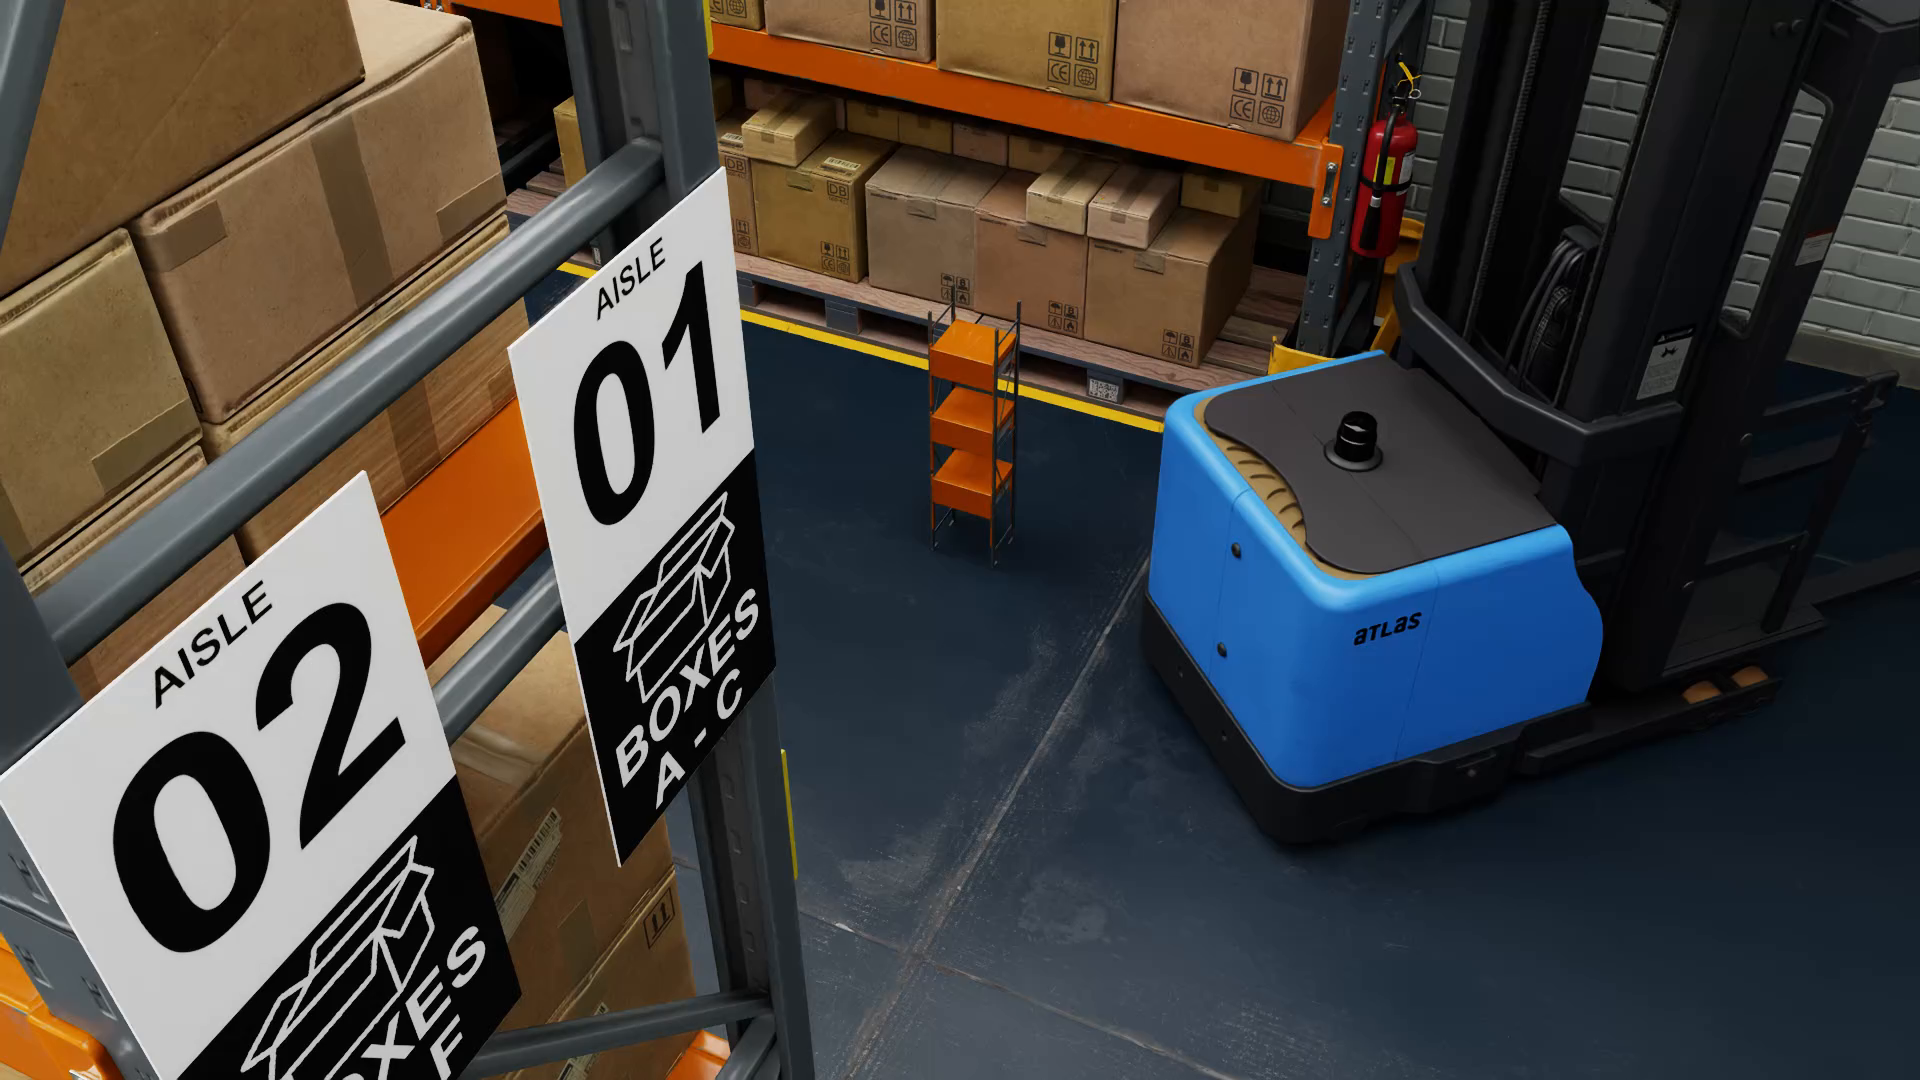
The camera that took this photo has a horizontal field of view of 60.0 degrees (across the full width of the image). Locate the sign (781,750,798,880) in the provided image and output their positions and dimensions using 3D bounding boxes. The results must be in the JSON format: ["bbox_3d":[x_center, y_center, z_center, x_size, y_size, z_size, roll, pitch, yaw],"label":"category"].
[{"bbox_3d":[-0.303,0.487,2.737,0.005,0.325,0.100,17,44,19],"label":"sign"}]

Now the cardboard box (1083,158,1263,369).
[{"bbox_3d":[0.882,-1.154,6.879,0.500,0.500,0.700,17,44,19],"label":"cardboard box"}]

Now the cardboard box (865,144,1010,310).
[{"bbox_3d":[-0.028,-1.431,7.199,0.500,0.500,0.700,16,43,17],"label":"cardboard box"}]

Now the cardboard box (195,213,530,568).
[{"bbox_3d":[-0.891,-0.234,2.054,0.500,0.250,0.500,17,44,19],"label":"cardboard box"}]

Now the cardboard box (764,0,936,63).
[{"bbox_3d":[-0.259,-2.465,6.575,0.700,0.700,0.980,15,43,17],"label":"cardboard box"}]

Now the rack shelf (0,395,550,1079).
[{"bbox_3d":[-2.345,-0.279,2.541,4.000,0.370,1.077,17,44,19],"label":"rack shelf"}]

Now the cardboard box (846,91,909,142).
[{"bbox_3d":[-0.299,-1.903,7.248,0.250,0.149,0.380,16,43,18],"label":"cardboard box"}]

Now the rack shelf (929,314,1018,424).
[{"bbox_3d":[0.048,-0.588,5.710,0.240,0.259,0.215,17,44,19],"label":"rack shelf"}]

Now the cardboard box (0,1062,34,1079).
[{"bbox_3d":[-1.052,0.761,2.243,0.500,0.500,0.500,17,44,18],"label":"cardboard box"}]

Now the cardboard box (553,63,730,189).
[{"bbox_3d":[-1.432,-1.859,7.692,0.500,0.500,0.700,18,44,19],"label":"cardboard box"}]

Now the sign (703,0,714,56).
[{"bbox_3d":[-0.303,-0.650,1.752,0.005,0.325,0.100,17,44,19],"label":"sign"}]

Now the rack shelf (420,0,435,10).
[{"bbox_3d":[-3.879,-3.195,8.195,4.000,0.370,1.077,17,44,19],"label":"rack shelf"}]

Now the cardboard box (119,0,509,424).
[{"bbox_3d":[-0.888,-0.426,1.894,0.500,0.250,0.500,17,44,19],"label":"cardboard box"}]

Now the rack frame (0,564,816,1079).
[{"bbox_3d":[-0.532,1.136,2.649,0.127,3.000,1.000,17,44,19],"label":"rack frame"}]

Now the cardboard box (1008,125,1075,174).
[{"bbox_3d":[0.394,-1.692,7.005,0.250,0.149,0.380,17,44,19],"label":"cardboard box"}]

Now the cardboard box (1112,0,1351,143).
[{"bbox_3d":[1.092,-2.054,6.100,0.700,0.700,0.980,19,44,21],"label":"cardboard box"}]

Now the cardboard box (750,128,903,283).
[{"bbox_3d":[-0.514,-1.574,7.364,0.500,0.500,0.700,18,44,20],"label":"cardboard box"}]

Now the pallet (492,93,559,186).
[{"bbox_3d":[-2.797,-2.028,8.429,1.213,0.211,1.003,17,44,19],"label":"pallet"}]

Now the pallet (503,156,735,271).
[{"bbox_3d":[-1.410,-1.602,7.937,1.213,0.211,1.003,17,44,19],"label":"pallet"}]

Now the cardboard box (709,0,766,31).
[{"bbox_3d":[-0.922,-2.661,6.801,0.700,0.700,0.980,16,43,18],"label":"cardboard box"}]

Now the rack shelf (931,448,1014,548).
[{"bbox_3d":[0.048,-0.164,6.078,0.240,0.259,0.215,17,44,19],"label":"rack shelf"}]

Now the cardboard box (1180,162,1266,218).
[{"bbox_3d":[1.080,-1.483,6.763,0.250,0.149,0.380,17,44,19],"label":"cardboard box"}]

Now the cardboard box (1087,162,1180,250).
[{"bbox_3d":[0.688,-1.326,6.583,0.250,0.149,0.380,16,44,18],"label":"cardboard box"}]

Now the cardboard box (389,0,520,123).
[{"bbox_3d":[-2.710,-2.362,8.006,0.750,0.750,0.750,17,44,19],"label":"cardboard box"}]

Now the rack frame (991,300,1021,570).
[{"bbox_3d":[0.159,-0.348,5.850,0.008,1.050,0.200,17,44,19],"label":"rack frame"}]

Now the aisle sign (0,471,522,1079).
[{"bbox_3d":[-0.600,0.355,1.566,0.004,0.787,0.394,17,44,19],"label":"aisle sign"}]

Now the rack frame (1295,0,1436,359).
[{"bbox_3d":[1.559,-1.805,6.042,0.127,3.000,1.000,17,44,19],"label":"rack frame"}]

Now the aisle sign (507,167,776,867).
[{"bbox_3d":[-0.347,-0.002,1.977,0.004,0.787,0.394,17,44,19],"label":"aisle sign"}]

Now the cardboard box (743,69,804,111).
[{"bbox_3d":[-0.762,-2.045,7.412,0.250,0.149,0.380,16,43,17],"label":"cardboard box"}]

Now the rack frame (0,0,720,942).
[{"bbox_3d":[-0.532,-1.131,0.684,0.127,3.000,1.000,17,44,19],"label":"rack frame"}]

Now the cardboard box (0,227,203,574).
[{"bbox_3d":[-1.106,-0.120,1.541,0.500,0.250,0.500,17,44,19],"label":"cardboard box"}]

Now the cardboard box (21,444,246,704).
[{"bbox_3d":[-1.110,0.074,1.699,0.500,0.250,0.500,17,44,19],"label":"cardboard box"}]

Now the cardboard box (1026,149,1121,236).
[{"bbox_3d":[0.457,-1.397,6.664,0.250,0.149,0.380,18,44,20],"label":"cardboard box"}]

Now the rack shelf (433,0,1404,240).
[{"bbox_3d":[-0.254,-2.087,6.917,4.000,0.370,1.077,17,44,19],"label":"rack shelf"}]

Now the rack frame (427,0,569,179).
[{"bbox_3d":[-2.066,-2.913,7.320,0.127,3.000,1.000,17,44,19],"label":"rack frame"}]

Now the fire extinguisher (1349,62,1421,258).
[{"bbox_3d":[1.500,-1.319,5.826,0.183,0.674,0.296,17,44,19],"label":"fire extinguisher"}]

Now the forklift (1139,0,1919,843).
[{"bbox_3d":[2.188,-0.786,4.919,3.031,2.935,1.130,-14,43,-16],"label":"forklift"}]

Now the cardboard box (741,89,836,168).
[{"bbox_3d":[-0.726,-1.757,7.079,0.250,0.149,0.380,16,43,17],"label":"cardboard box"}]

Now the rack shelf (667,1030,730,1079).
[{"bbox_3d":[-2.345,0.854,3.524,4.000,0.370,1.077,17,44,19],"label":"rack shelf"}]

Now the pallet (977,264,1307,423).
[{"bbox_3d":[0.801,-0.926,7.158,1.213,0.211,1.003,17,44,19],"label":"pallet"}]

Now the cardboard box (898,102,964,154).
[{"bbox_3d":[-0.070,-1.833,7.167,0.250,0.149,0.380,17,44,19],"label":"cardboard box"}]

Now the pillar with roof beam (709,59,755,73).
[{"bbox_3d":[-2.886,-2.944,2.776,0.400,9.000,9.100,17,44,19],"label":"pillar with roof beam"}]

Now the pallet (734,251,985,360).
[{"bbox_3d":[-0.301,-1.265,7.548,1.213,0.211,1.003,17,44,19],"label":"pallet"}]

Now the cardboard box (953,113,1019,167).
[{"bbox_3d":[0.163,-1.762,7.086,0.250,0.149,0.380,18,44,19],"label":"cardboard box"}]

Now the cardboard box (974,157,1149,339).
[{"bbox_3d":[0.428,-1.292,7.039,0.500,0.500,0.700,17,44,19],"label":"cardboard box"}]

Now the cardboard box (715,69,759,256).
[{"bbox_3d":[-0.978,-1.718,7.530,0.500,0.500,0.700,17,44,18],"label":"cardboard box"}]

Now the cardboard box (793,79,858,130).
[{"bbox_3d":[-0.533,-1.974,7.330,0.250,0.149,0.380,17,44,19],"label":"cardboard box"}]

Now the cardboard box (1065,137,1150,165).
[{"bbox_3d":[0.620,-1.623,6.925,0.250,0.149,0.380,17,44,19],"label":"cardboard box"}]

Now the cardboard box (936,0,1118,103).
[{"bbox_3d":[0.428,-2.249,6.325,0.700,0.700,0.980,17,44,18],"label":"cardboard box"}]

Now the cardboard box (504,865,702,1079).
[{"bbox_3d":[-0.823,0.819,2.939,0.500,0.500,0.500,18,44,20],"label":"cardboard box"}]

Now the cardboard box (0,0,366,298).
[{"bbox_3d":[-1.005,-0.545,1.459,0.500,0.500,0.700,17,44,19],"label":"cardboard box"}]

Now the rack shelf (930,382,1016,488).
[{"bbox_3d":[0.048,-0.374,5.896,0.240,0.259,0.215,17,44,19],"label":"rack shelf"}]

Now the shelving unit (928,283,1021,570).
[{"bbox_3d":[0.048,-0.382,5.889,0.252,1.050,0.215,17,44,19],"label":"shelving unit"}]

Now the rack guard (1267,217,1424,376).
[{"bbox_3d":[1.580,-0.854,6.853,0.348,0.500,1.175,17,44,19],"label":"rack guard"}]

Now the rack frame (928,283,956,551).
[{"bbox_3d":[-0.062,-0.416,5.928,0.008,1.050,0.200,17,44,19],"label":"rack frame"}]

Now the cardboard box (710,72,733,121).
[{"bbox_3d":[-1.199,-1.901,7.246,0.250,0.149,0.380,18,44,20],"label":"cardboard box"}]

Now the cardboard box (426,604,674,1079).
[{"bbox_3d":[-0.823,0.441,2.611,0.500,0.500,0.500,18,44,20],"label":"cardboard box"}]
